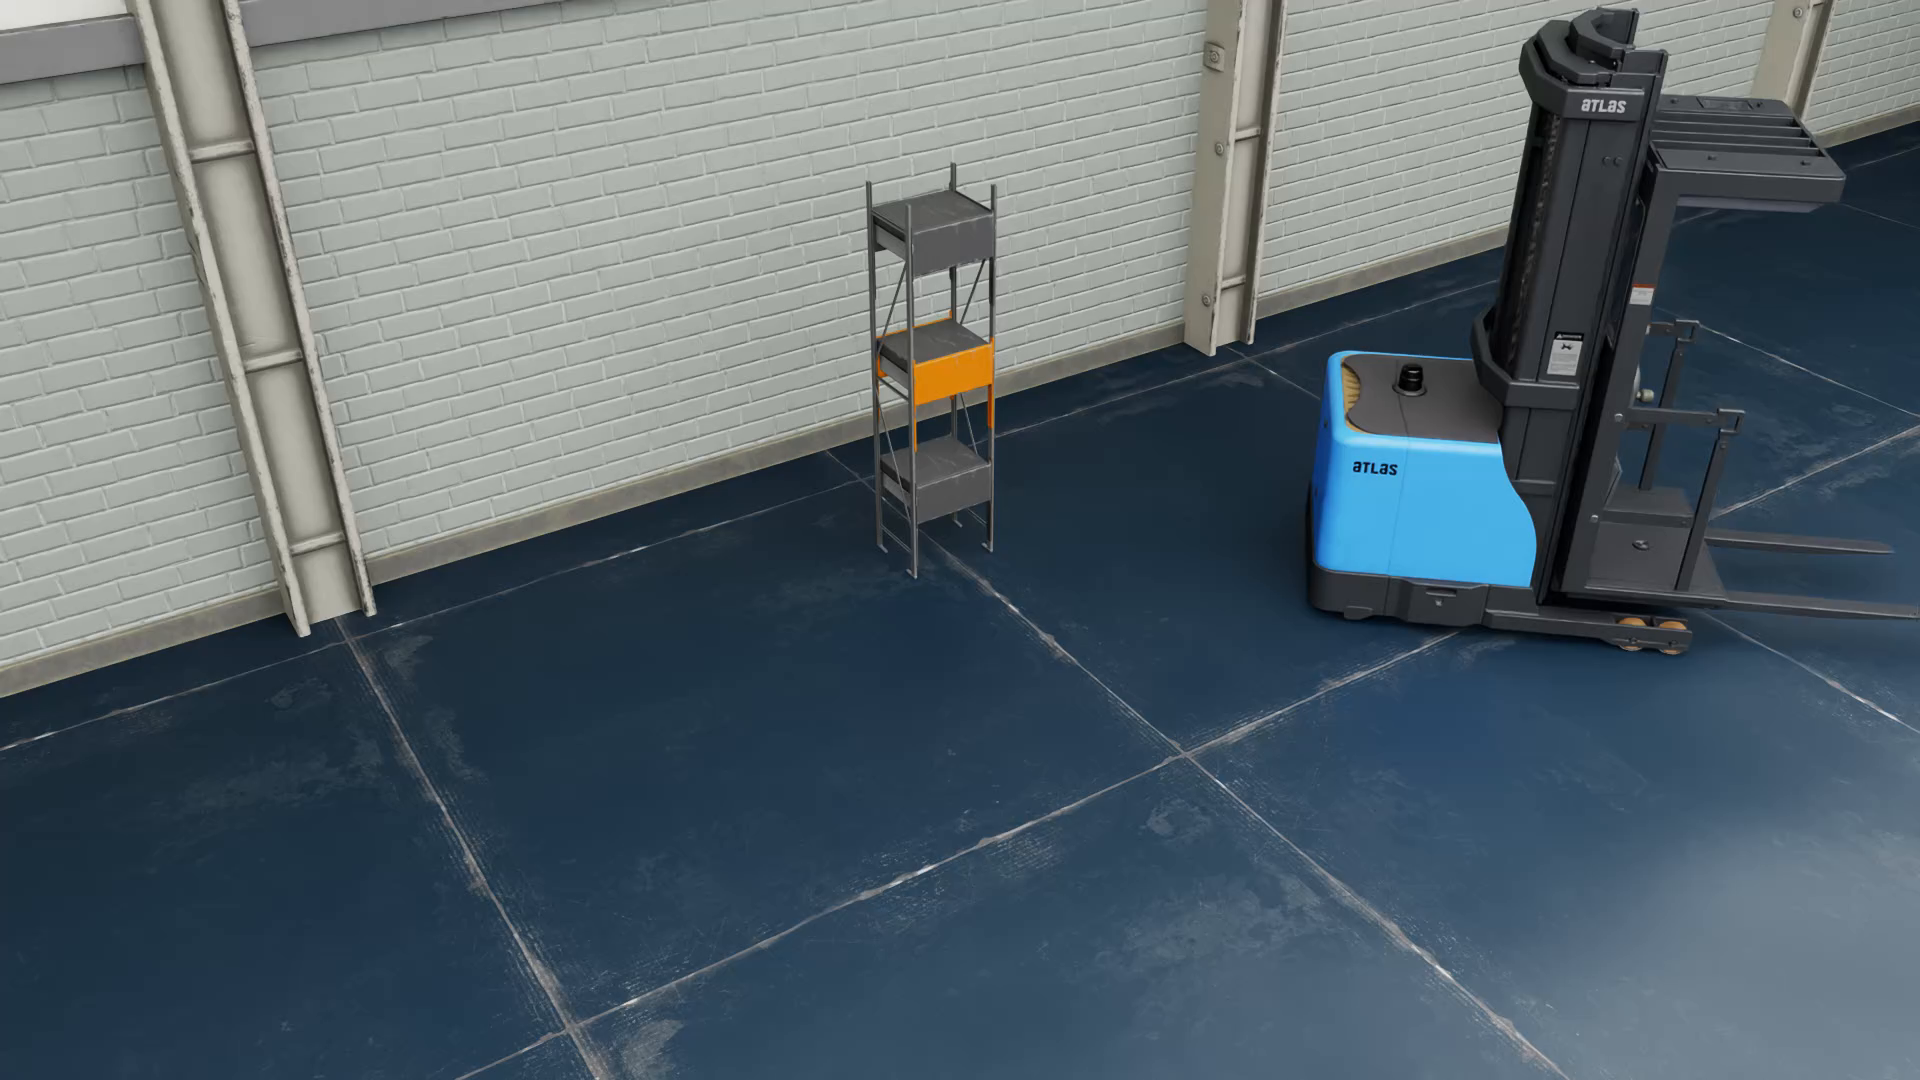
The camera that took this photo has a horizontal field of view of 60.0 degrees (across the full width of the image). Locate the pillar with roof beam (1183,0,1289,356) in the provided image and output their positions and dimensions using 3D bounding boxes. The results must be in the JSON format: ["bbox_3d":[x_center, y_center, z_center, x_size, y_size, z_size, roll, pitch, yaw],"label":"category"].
[{"bbox_3d":[4.098,-3.240,5.951,0.400,9.000,9.100,-19,37,-27],"label":"pillar with roof beam"}]

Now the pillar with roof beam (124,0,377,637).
[{"bbox_3d":[-0.945,-1.505,3.202,0.400,9.000,9.100,-19,37,-27],"label":"pillar with roof beam"}]

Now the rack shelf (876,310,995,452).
[{"bbox_3d":[-0.139,-0.829,8.621,0.480,0.518,0.431,-19,37,-27],"label":"rack shelf"}]

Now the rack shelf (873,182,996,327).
[{"bbox_3d":[-0.139,-1.421,8.248,0.480,0.518,0.431,-19,37,-27],"label":"rack shelf"}]

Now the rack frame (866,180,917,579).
[{"bbox_3d":[-0.344,-0.770,8.502,0.015,2.100,0.400,-19,37,-27],"label":"rack frame"}]

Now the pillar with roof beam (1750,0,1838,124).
[{"bbox_3d":[9.141,-4.974,8.701,0.400,9.000,9.100,-19,37,-27],"label":"pillar with roof beam"}]

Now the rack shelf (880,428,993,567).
[{"bbox_3d":[-0.139,-0.237,8.995,0.480,0.518,0.431,-19,37,-27],"label":"rack shelf"}]

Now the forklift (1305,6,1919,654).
[{"bbox_3d":[3.368,-0.972,8.043,3.031,2.935,1.130,5,33,8],"label":"forklift"}]

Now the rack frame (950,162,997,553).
[{"bbox_3d":[0.066,-0.911,8.726,0.015,2.100,0.400,-19,37,-27],"label":"rack frame"}]

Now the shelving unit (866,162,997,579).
[{"bbox_3d":[-0.139,-0.840,8.614,0.503,2.100,0.431,-19,37,-27],"label":"shelving unit"}]
